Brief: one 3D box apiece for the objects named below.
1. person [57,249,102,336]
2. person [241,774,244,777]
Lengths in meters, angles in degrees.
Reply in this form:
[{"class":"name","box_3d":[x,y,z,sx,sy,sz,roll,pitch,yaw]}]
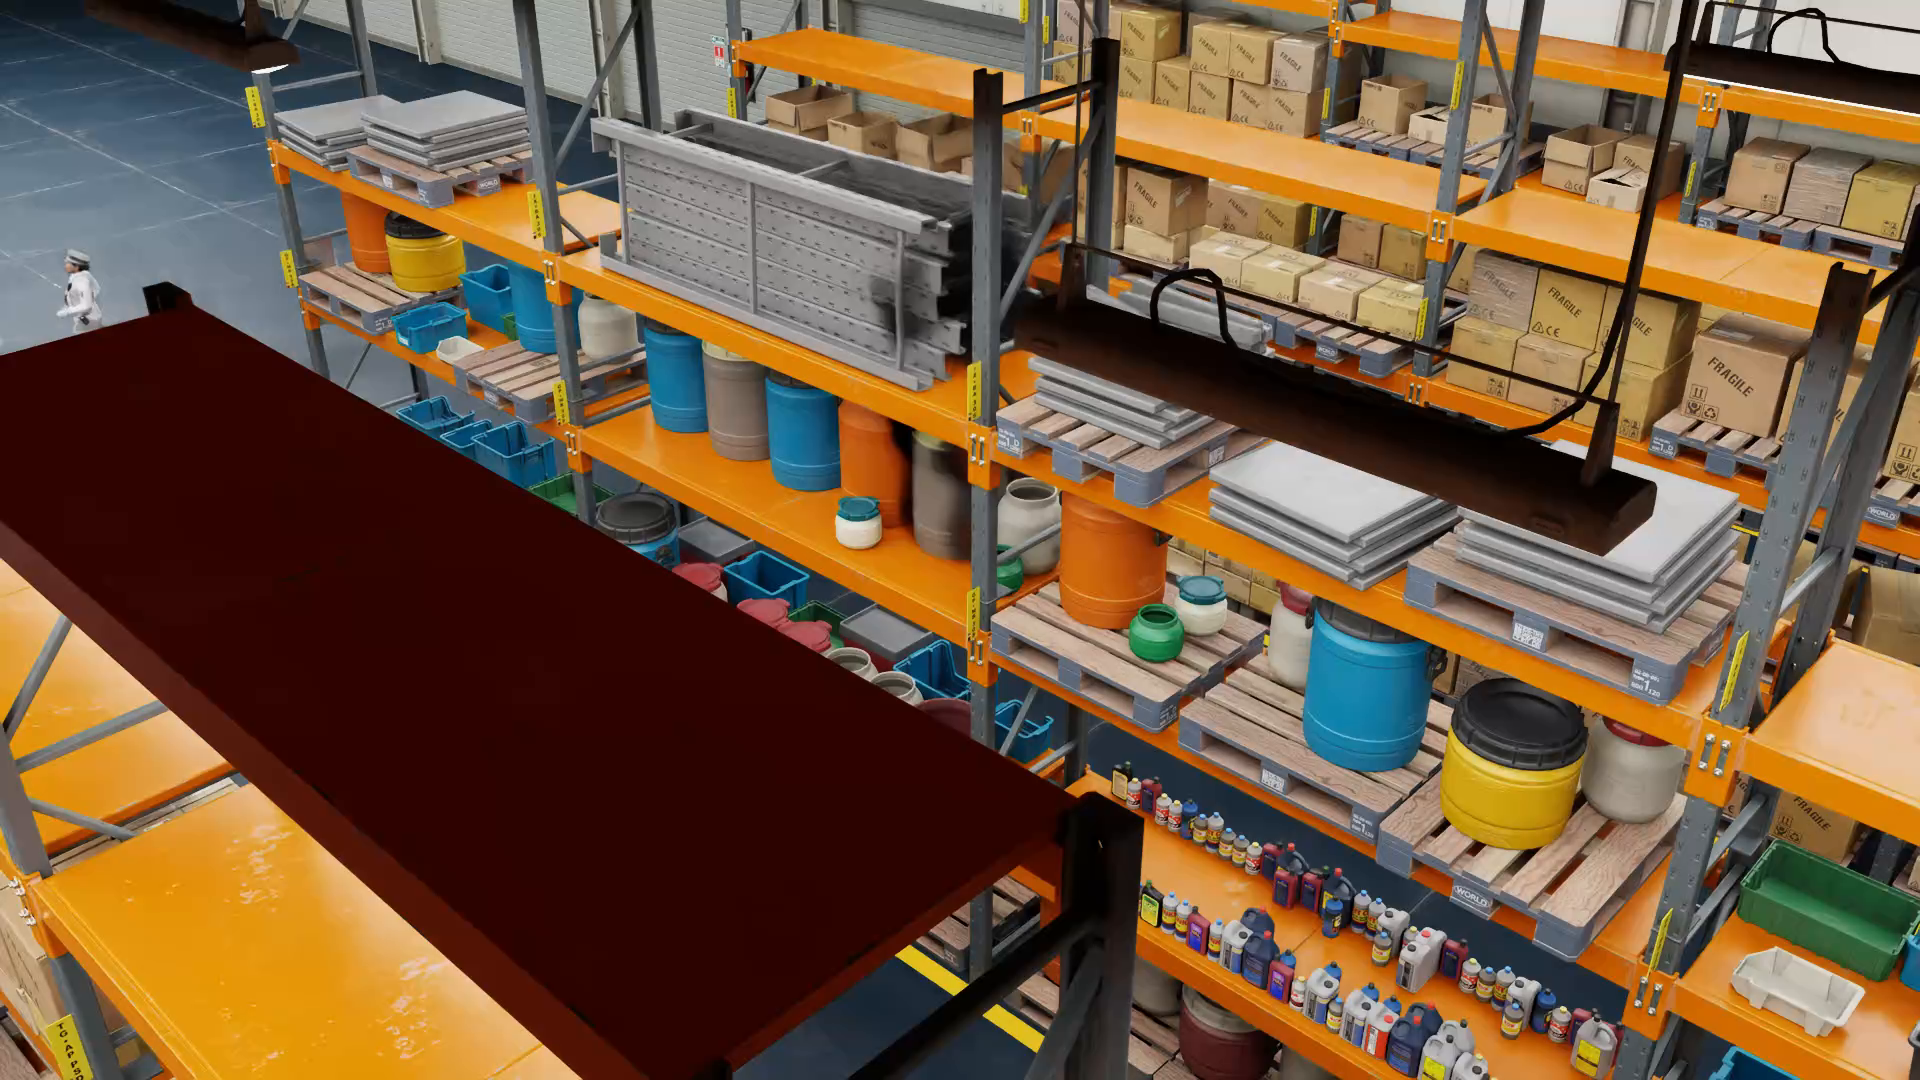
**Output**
[{"class":"person","box_3d":[-9.957,-2.542,19.063,0.735,1.656,0.623,-12,32,-20]},{"class":"person","box_3d":[-4.673,1.687,11.495,0.544,1.552,0.538,13,32,22]}]
